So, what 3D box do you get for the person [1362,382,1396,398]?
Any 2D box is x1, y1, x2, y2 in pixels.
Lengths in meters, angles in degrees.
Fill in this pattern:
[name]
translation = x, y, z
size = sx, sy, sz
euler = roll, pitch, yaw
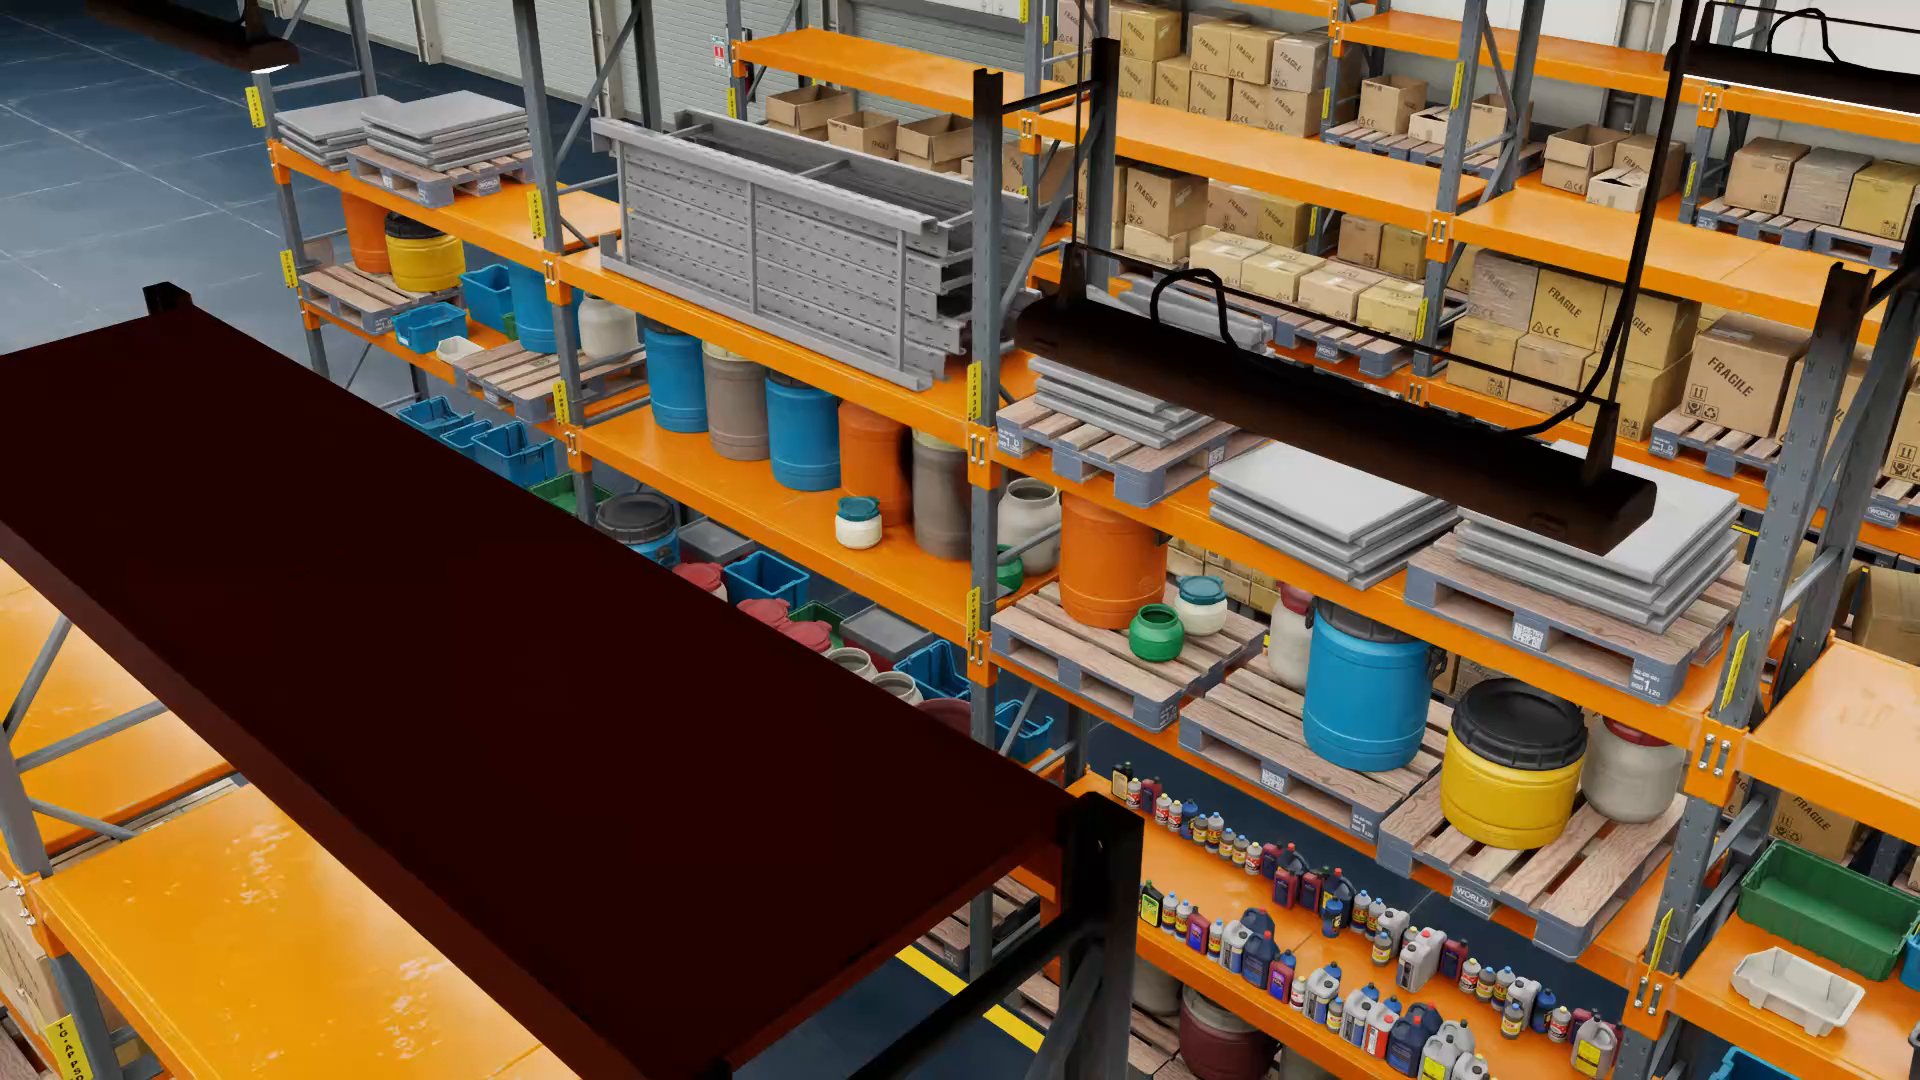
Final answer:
[person]
translation = 4.096, -1.184, 16.696
size = 0.718, 1.579, 0.488
euler = -7, 30, -13
